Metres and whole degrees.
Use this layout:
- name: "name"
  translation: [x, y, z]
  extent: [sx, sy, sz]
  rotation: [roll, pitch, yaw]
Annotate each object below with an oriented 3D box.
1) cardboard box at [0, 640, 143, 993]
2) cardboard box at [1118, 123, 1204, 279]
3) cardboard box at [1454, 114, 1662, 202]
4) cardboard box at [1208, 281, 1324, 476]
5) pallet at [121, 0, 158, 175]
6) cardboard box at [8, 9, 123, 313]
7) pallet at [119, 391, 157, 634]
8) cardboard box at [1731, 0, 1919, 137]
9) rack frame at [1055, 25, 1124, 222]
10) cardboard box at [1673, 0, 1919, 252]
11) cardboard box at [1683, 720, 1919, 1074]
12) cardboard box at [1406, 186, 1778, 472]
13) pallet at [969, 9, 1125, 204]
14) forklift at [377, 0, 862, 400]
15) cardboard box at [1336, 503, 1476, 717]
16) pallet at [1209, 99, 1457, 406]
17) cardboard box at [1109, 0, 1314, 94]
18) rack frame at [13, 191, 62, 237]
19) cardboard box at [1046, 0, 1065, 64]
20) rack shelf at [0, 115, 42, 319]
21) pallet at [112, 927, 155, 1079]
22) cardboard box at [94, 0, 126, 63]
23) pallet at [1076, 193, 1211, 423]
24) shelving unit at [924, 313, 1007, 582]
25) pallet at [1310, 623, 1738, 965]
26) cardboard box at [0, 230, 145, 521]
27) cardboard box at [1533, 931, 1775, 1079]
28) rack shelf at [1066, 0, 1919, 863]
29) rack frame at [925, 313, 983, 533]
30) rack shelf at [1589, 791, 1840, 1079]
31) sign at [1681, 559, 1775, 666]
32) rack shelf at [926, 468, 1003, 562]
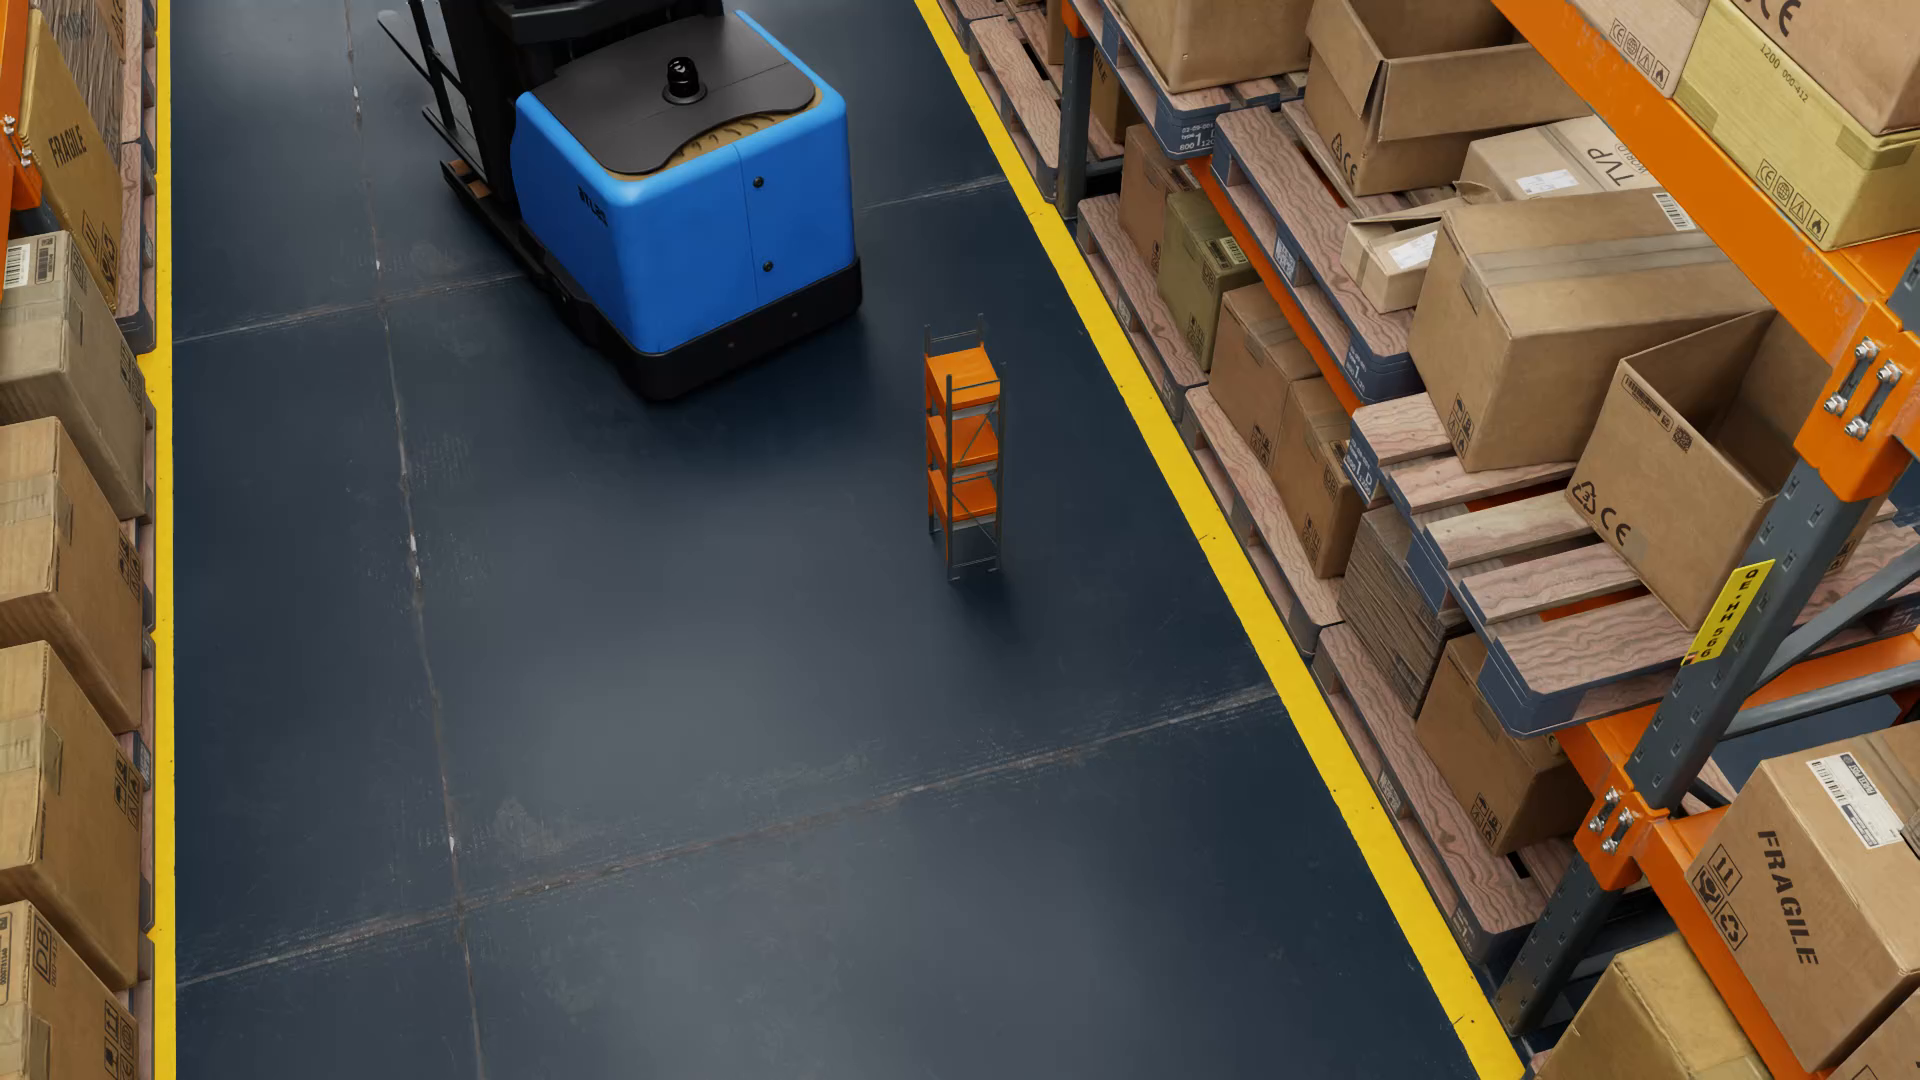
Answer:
- name: "cardboard box"
  translation: [-3.014, 0.907, 4.720]
  extent: [1.050, 0.750, 0.750]
  rotation: [-13, 51, -10]
- name: "cardboard box"
  translation: [1.088, -1.432, 6.842]
  extent: [0.700, 0.500, 0.500]
  rotation: [-17, 52, -14]
- name: "cardboard box"
  translation: [1.833, -0.991, 4.947]
  extent: [0.500, 0.250, 0.500]
  rotation: [-15, 51, -12]
- name: "cardboard box"
  translation: [1.376, -0.671, 6.201]
  extent: [0.700, 0.500, 0.500]
  rotation: [-17, 52, -14]
- name: "pallet"
  translation: [-4.356, -2.068, 7.856]
  extent: [1.003, 0.211, 1.213]
  rotation: [-13, 51, -11]
- name: "cardboard box"
  translation: [-3.961, -1.427, 6.606]
  extent: [0.875, 0.875, 0.875]
  rotation: [-13, 51, -10]
- name: "pallet"
  translation: [-3.541, -0.056, 6.159]
  extent: [1.003, 0.211, 1.213]
  rotation: [-13, 51, -11]
- name: "cardboard box"
  translation: [1.729, -1.080, 2.844]
  extent: [0.500, 0.500, 0.500]
  rotation: [-12, 51, -10]
- name: "rack frame"
  translation: [0.927, -2.549, 6.437]
  extent: [1.000, 3.000, 0.127]
  rotation: [-13, 51, -11]
- name: "cardboard box"
  translation: [1.735, -0.838, 3.131]
  extent: [0.500, 0.250, 0.500]
  rotation: [-13, 51, -11]
- name: "cardboard box"
  translation: [1.993, 0.757, 3.585]
  extent: [0.500, 0.500, 0.500]
  rotation: [-12, 51, -10]
- name: "cardboard box"
  translation: [1.651, -0.566, 4.425]
  extent: [0.700, 0.500, 0.500]
  rotation: [-7, 50, -6]
- name: "pallet"
  translation: [0.694, -2.133, 7.910]
  extent: [1.003, 0.211, 1.213]
  rotation: [-13, 51, -11]
- name: "forklift"
  translation: [-1.688, -2.594, 6.520]
  extent: [1.130, 2.935, 3.031]
  rotation: [-29, 56, -22]
- name: "cardboard box"
  translation: [1.716, 0.149, 5.509]
  extent: [0.700, 0.500, 0.500]
  rotation: [-17, 52, -14]
- name: "pallet"
  translation: [1.485, -1.002, 5.259]
  extent: [1.003, 0.211, 1.213]
  rotation: [-13, 51, -11]
- name: "cardboard box"
  translation: [1.028, -2.266, 5.531]
  extent: [1.000, 1.000, 1.000]
  rotation: [-13, 51, -11]
- name: "rack frame"
  translation: [-3.842, -1.501, 5.554]
  extent: [1.000, 3.000, 0.127]
  rotation: [-13, 51, -11]
- name: "cardboard box"
  translation: [0.670, -2.597, 7.837]
  extent: [0.500, 0.500, 0.500]
  rotation: [1, 50, 1]
- name: "rack shelf"
  translation: [-3.250, 0.191, 4.597]
  extent: [1.077, 0.370, 4.000]
  rotation: [-13, 51, -11]
- name: "pallet"
  translation: [-2.820, 1.726, 4.657]
  extent: [1.003, 0.211, 1.213]
  rotation: [-13, 51, -11]
- name: "cardboard box"
  translation: [-4.499, -2.751, 7.722]
  extent: [0.875, 0.875, 0.875]
  rotation: [-14, 51, -12]
- name: "pallet"
  translation: [1.158, -1.082, 7.024]
  extent: [1.003, 0.211, 1.213]
  rotation: [-13, 51, -11]
- name: "shelving unit"
  translation: [0.016, -0.299, 5.816]
  extent: [0.215, 1.050, 0.252]
  rotation: [-13, 51, -11]
- name: "pallet"
  translation: [1.880, 0.700, 5.522]
  extent: [1.003, 0.211, 1.213]
  rotation: [-13, 51, -11]
- name: "cardboard box"
  translation: [-3.572, -0.479, 5.888]
  extent: [1.050, 0.750, 0.750]
  rotation: [-14, 51, -11]
- name: "cardboard box"
  translation: [2.294, 1.431, 4.197]
  extent: [1.225, 0.875, 0.875]
  rotation: [-15, 52, -13]
- name: "rack shelf"
  translation: [1.518, -0.856, 5.481]
  extent: [1.077, 0.370, 4.000]
  rotation: [-13, 51, -11]
- name: "rack frame"
  translation: [-0.020, -0.388, 5.891]
  extent: [0.200, 1.050, 0.008]
  rotation: [-13, 51, -11]
- name: "rack shelf"
  translation: [2.701, 2.065, 3.018]
  extent: [1.077, 0.370, 4.000]
  rotation: [-13, 51, -11]
- name: "sign"
  translation: [1.594, 0.154, 3.453]
  extent: [0.100, 0.325, 0.005]
  rotation: [-13, 51, -11]
- name: "rack shelf"
  translation: [0.016, -0.113, 6.036]
  extent: [0.215, 0.259, 0.240]
  rotation: [-13, 51, -11]
